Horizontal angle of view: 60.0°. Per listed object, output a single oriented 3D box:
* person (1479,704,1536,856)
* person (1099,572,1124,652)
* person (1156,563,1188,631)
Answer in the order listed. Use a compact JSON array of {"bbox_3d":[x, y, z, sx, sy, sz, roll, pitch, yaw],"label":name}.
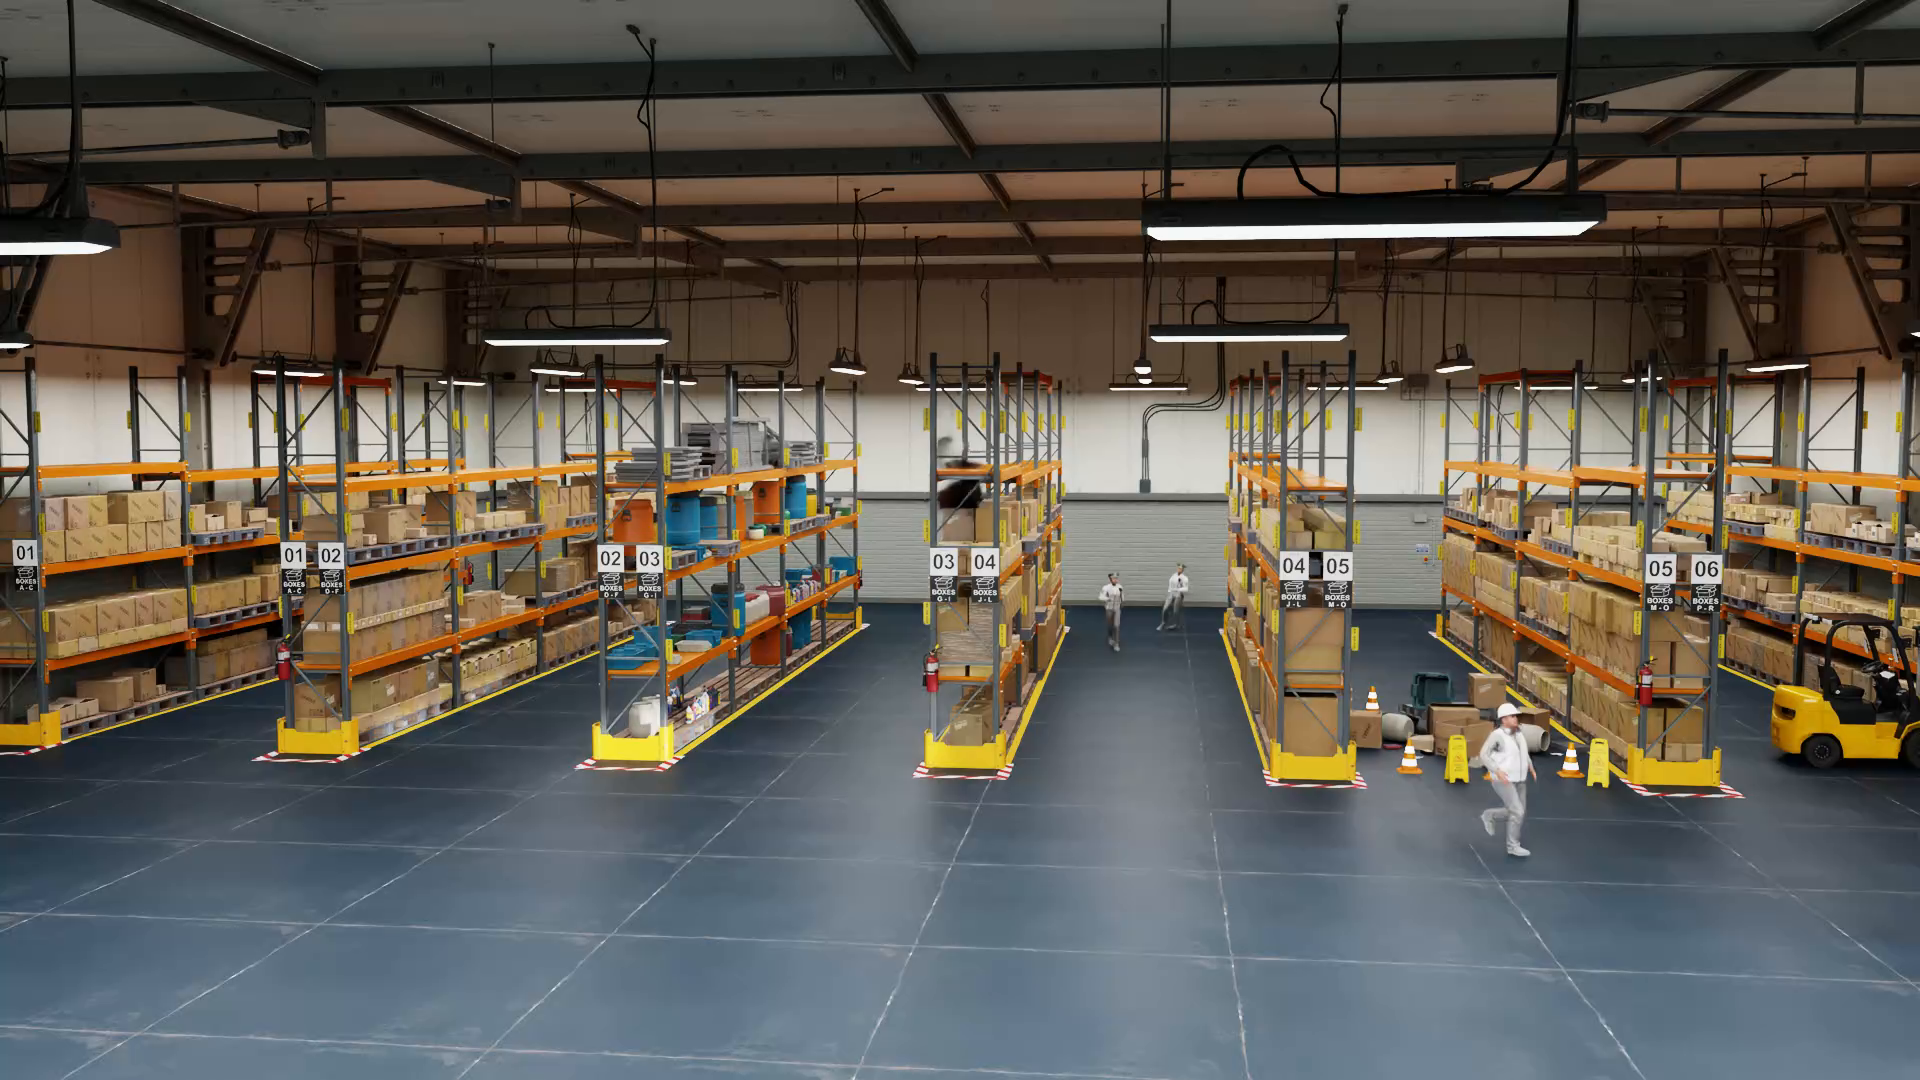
[{"bbox_3d":[6.352,2.765,19.342,0.695,1.737,0.736,-3,5,-33],"label":"person"},{"bbox_3d":[3.353,1.562,36.700,0.589,1.730,0.854,0,4,-2],"label":"person"},{"bbox_3d":[5.166,1.372,39.881,0.759,1.667,0.697,3,5,38],"label":"person"}]
